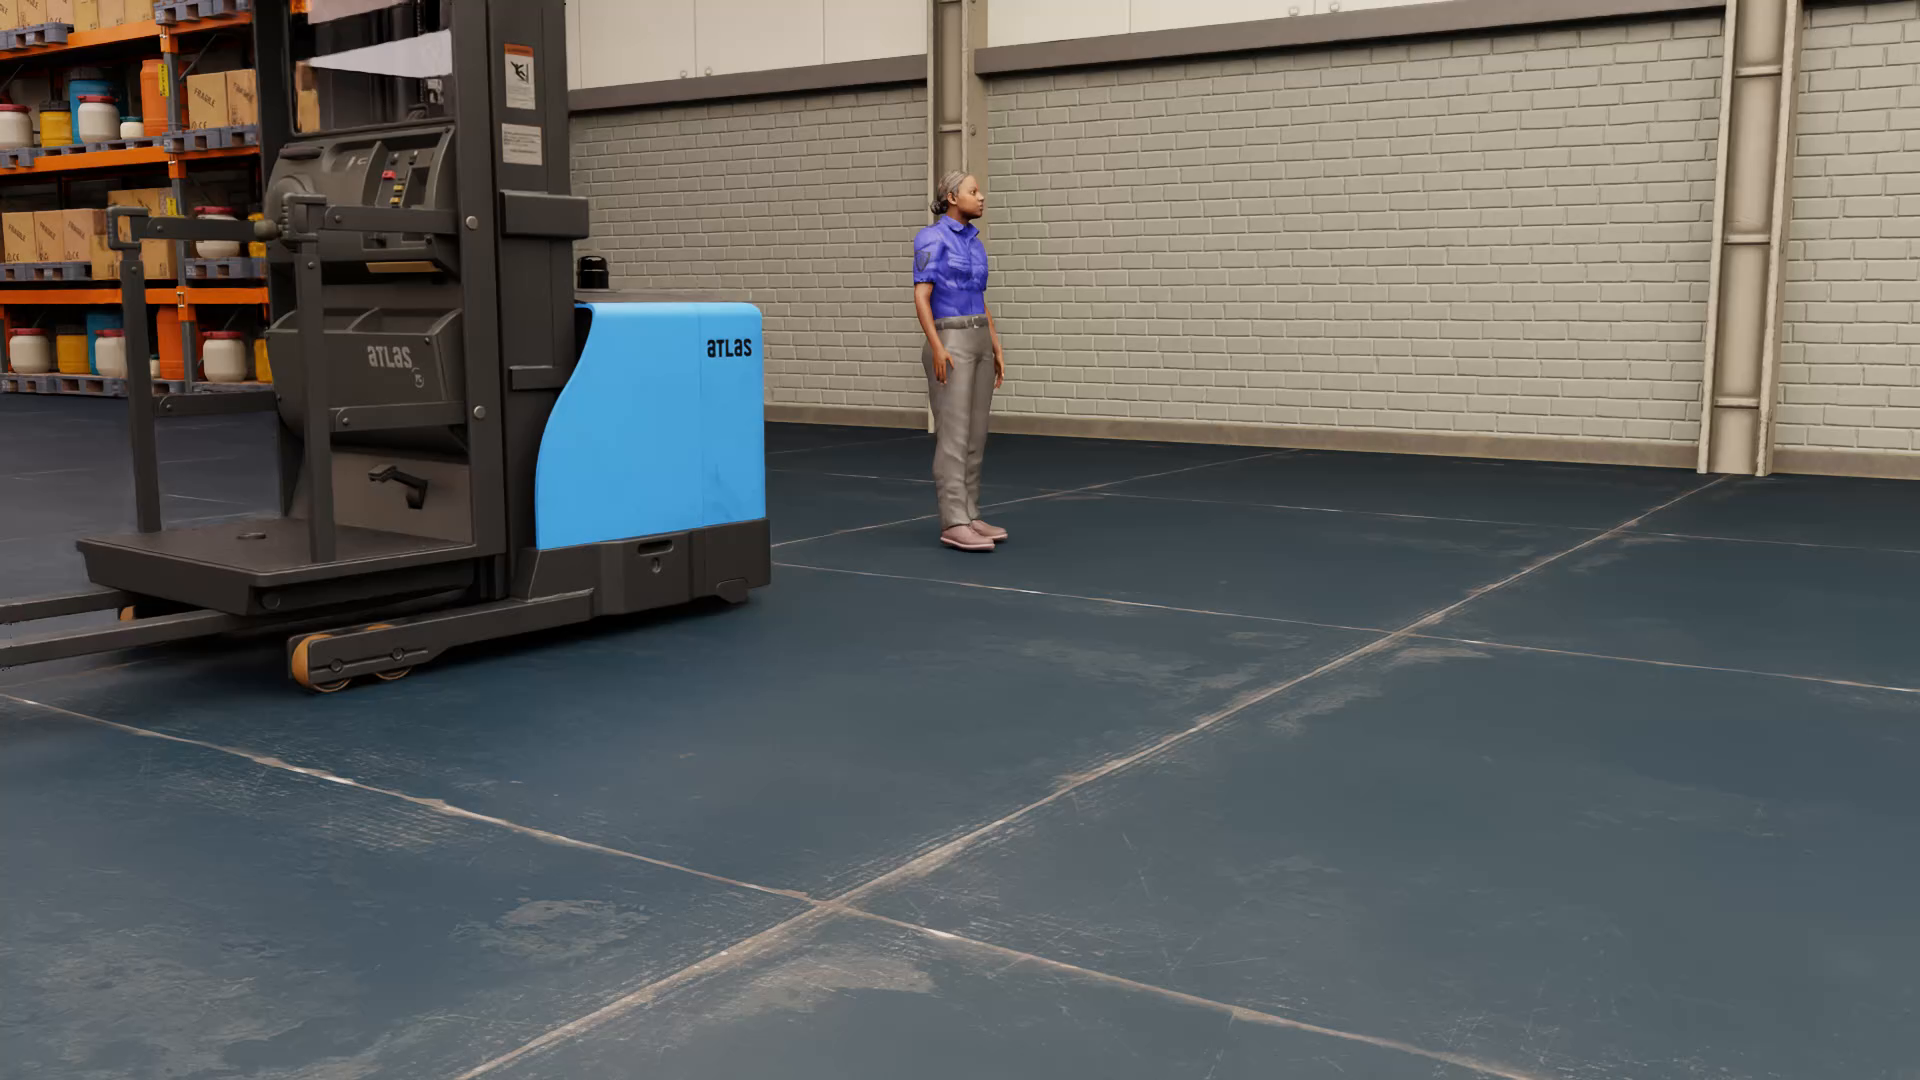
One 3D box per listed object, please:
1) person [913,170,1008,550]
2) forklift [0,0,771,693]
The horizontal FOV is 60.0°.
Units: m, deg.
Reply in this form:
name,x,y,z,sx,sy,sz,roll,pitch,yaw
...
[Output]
name,x,y,z,sx,sy,sz,roll,pitch,yaw
person,0.061,-0.817,7.421,0.504,1.654,0.569,5,10,34
forklift,-1.988,-1.105,4.961,1.130,2.935,3.031,6,10,38
